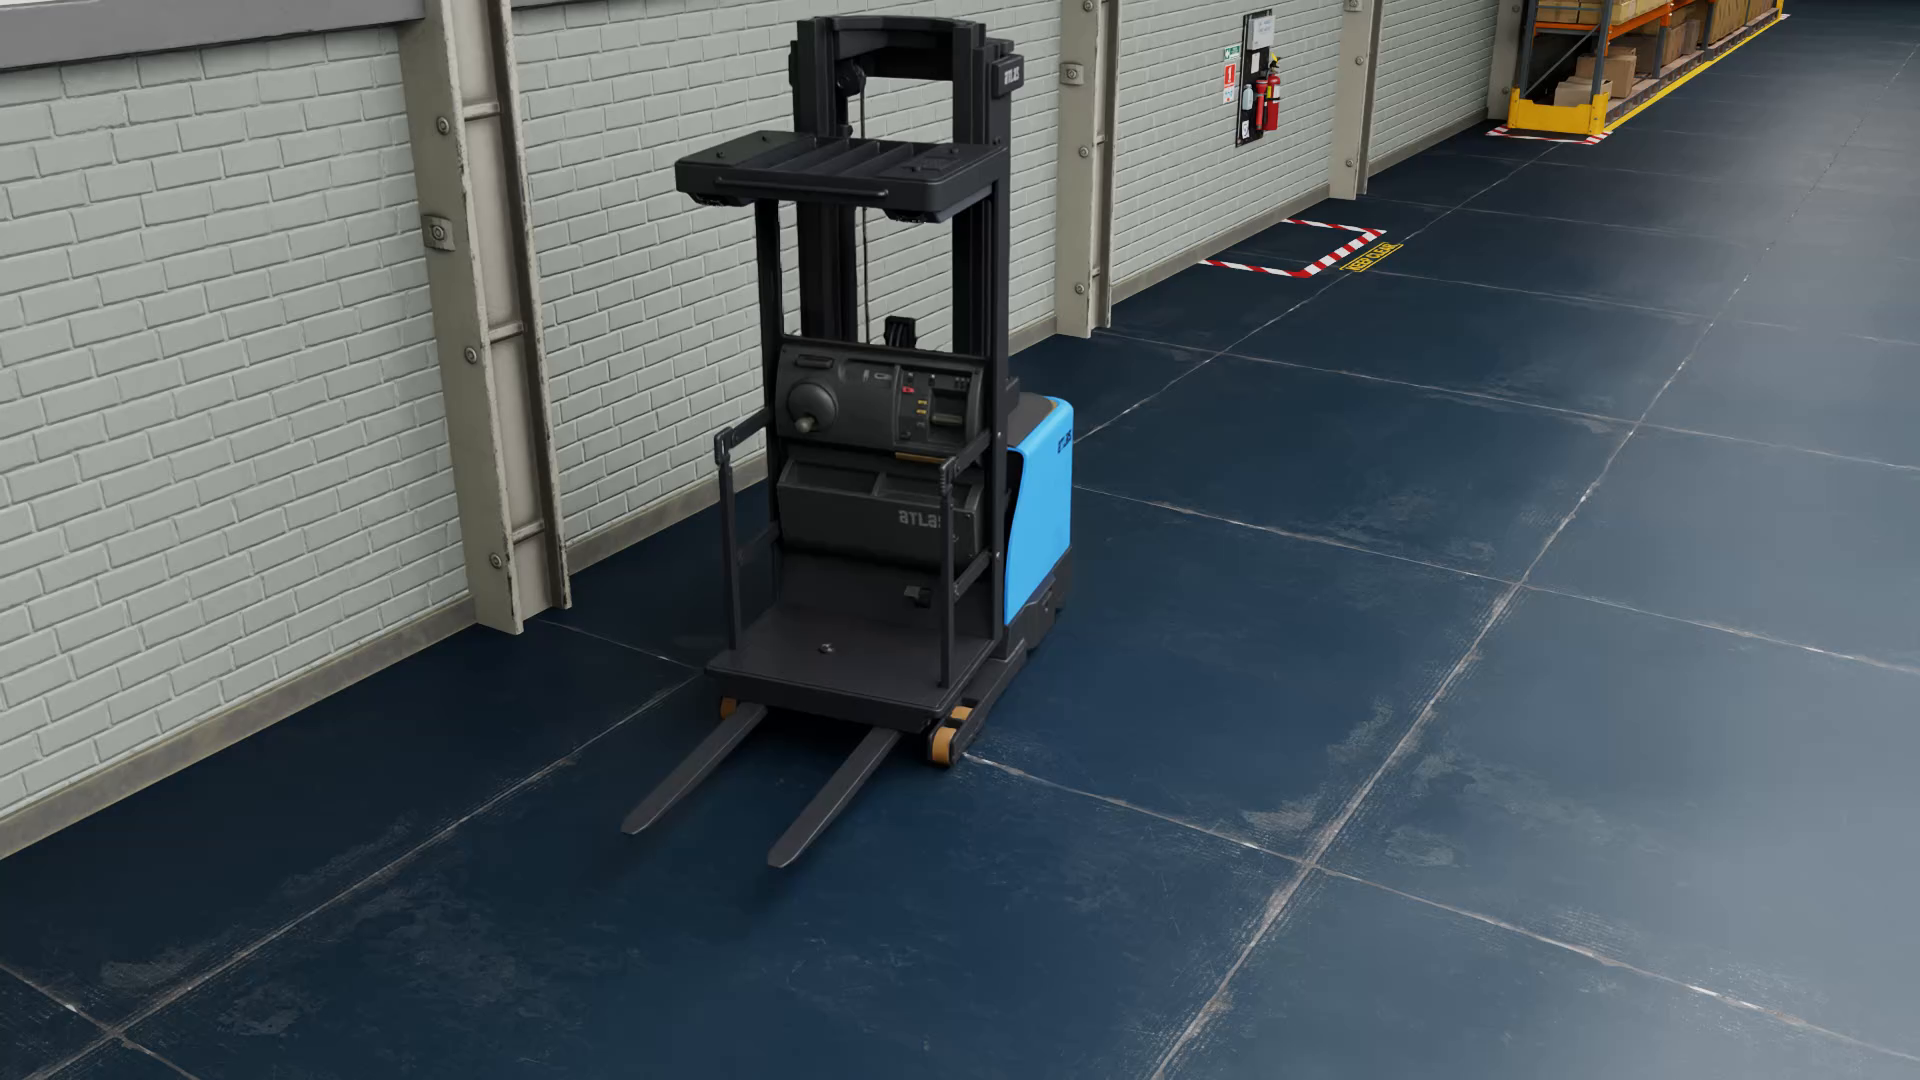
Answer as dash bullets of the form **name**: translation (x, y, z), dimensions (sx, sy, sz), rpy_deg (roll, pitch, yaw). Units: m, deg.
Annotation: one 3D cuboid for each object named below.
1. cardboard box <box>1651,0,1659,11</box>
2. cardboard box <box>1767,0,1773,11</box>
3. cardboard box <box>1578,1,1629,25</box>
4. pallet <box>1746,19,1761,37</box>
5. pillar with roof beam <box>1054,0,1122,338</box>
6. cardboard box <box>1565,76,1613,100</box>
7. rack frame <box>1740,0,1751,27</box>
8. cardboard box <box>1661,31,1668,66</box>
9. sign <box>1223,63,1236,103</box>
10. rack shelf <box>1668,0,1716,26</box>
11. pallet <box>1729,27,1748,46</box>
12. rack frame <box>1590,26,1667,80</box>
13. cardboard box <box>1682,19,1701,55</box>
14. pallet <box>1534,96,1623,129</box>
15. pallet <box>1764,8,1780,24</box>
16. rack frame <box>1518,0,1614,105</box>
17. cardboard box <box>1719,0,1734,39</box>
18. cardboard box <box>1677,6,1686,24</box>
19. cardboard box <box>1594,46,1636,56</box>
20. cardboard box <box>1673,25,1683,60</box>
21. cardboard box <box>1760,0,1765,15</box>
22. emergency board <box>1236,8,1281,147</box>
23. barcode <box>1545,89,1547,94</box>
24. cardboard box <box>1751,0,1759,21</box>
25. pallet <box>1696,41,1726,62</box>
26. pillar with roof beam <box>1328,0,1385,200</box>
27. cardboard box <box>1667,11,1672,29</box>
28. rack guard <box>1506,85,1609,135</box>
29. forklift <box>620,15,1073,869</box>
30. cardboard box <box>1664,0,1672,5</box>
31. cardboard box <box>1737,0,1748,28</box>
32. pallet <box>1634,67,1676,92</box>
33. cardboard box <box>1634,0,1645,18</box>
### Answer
- **cardboard box**: translation (9.248, -7.393, 22.716), dimensions (0.500, 0.250, 0.500), rpy_deg (14, 27, 29)
- **cardboard box**: translation (15.808, -10.854, 33.165), dimensions (0.700, 0.500, 0.500), rpy_deg (14, 27, 29)
- **cardboard box**: translation (8.180, -6.704, 21.124), dimensions (0.500, 0.250, 0.500), rpy_deg (13, 27, 27)
- **pallet**: translation (14.450, -9.676, 31.336), dimensions (1.003, 0.211, 1.213), rpy_deg (14, 27, 29)
- **pillar with roof beam**: translation (4.615, -4.884, 9.204), dimensions (9.100, 9.000, 0.400), rpy_deg (14, 27, 29)
- **cardboard box**: translation (8.395, -6.041, 22.258), dimensions (0.500, 0.311, 0.500), rpy_deg (16, 28, 33)
- **rack frame**: translation (13.983, -10.716, 30.227), dimensions (1.000, 3.000, 0.127), rpy_deg (14, 27, 29)
- **cardboard box**: translation (10.367, -7.507, 25.408), dimensions (0.700, 0.500, 0.500), rpy_deg (13, 27, 28)
- **sign**: translation (2.407, -4.083, 14.861), dimensions (0.001, 0.329, 0.234), rpy_deg (14, 27, 29)
- **rack shelf**: translation (10.818, -8.360, 25.692), dimensions (1.077, 0.370, 4.000), rpy_deg (14, 27, 29)
- **pallet**: translation (13.640, -9.160, 30.143), dimensions (1.003, 0.211, 1.213), rpy_deg (14, 27, 29)
- **rack frame**: translation (9.763, -8.015, 23.990), dimensions (1.000, 3.000, 0.127), rpy_deg (14, 27, 29)
- **cardboard box**: translation (11.537, -8.166, 26.931), dimensions (0.700, 0.500, 0.500), rpy_deg (14, 27, 30)
- **pallet**: translation (8.151, -5.678, 22.101), dimensions (1.003, 0.211, 1.213), rpy_deg (14, 27, 29)
- **pallet**: translation (15.737, -10.500, 33.238), dimensions (1.003, 0.211, 1.213), rpy_deg (14, 27, 29)
- **rack frame**: translation (7.653, -6.665, 20.871), dimensions (1.000, 3.000, 0.127), rpy_deg (14, 27, 29)
- **cardboard box**: translation (12.840, -9.087, 28.642), dimensions (0.750, 0.750, 0.750), rpy_deg (14, 27, 29)
- **cardboard box**: translation (11.183, -8.331, 26.368), dimensions (0.500, 0.250, 0.500), rpy_deg (14, 27, 30)
- **cardboard box**: translation (9.249, -6.712, 23.570), dimensions (0.500, 0.500, 0.500), rpy_deg (12, 26, 25)
- **cardboard box**: translation (10.929, -7.843, 26.185), dimensions (0.700, 0.500, 0.500), rpy_deg (14, 27, 29)
- **cardboard box**: translation (15.280, -10.515, 32.382), dimensions (0.700, 0.500, 0.500), rpy_deg (13, 27, 27)
- **emergency board**: translation (2.786, -4.232, 15.250), dimensions (0.194, 1.169, 0.643), rpy_deg (14, 27, 29)
- **barcode**: translation (7.764, -5.942, 22.020), dimensions (0.001, 0.075, 0.075), rpy_deg (14, 27, 29)
- **cardboard box**: translation (14.732, -10.161, 31.564), dimensions (0.700, 0.500, 0.500), rpy_deg (14, 27, 28)
- **pallet**: translation (12.353, -8.336, 28.241), dimensions (1.003, 0.211, 1.213), rpy_deg (14, 27, 29)
- **pillar with roof beam**: translation (7.780, -6.909, 13.882), dimensions (9.100, 9.000, 0.400), rpy_deg (14, 27, 29)
- **cardboard box**: translation (10.638, -7.992, 25.584), dimensions (0.500, 0.250, 0.500), rpy_deg (13, 27, 27)
- **rack guard**: translation (7.693, -5.544, 21.427), dimensions (1.175, 0.500, 0.348), rpy_deg (14, 27, 29)
- **forklift**: translation (-0.423, -0.574, 6.886), dimensions (1.130, 2.935, 3.031), rpy_deg (8, 25, 19)
- **cardboard box**: translation (9.770, -7.732, 23.500), dimensions (0.500, 0.250, 0.500), rpy_deg (14, 27, 29)
- **cardboard box**: translation (13.750, -9.675, 30.001), dimensions (0.750, 0.750, 0.750), rpy_deg (14, 27, 30)
- **pallet**: translation (10.172, -6.999, 25.152), dimensions (1.003, 0.211, 1.213), rpy_deg (14, 27, 29)
- **cardboard box**: translation (8.716, -7.053, 21.930), dimensions (0.500, 0.250, 0.500), rpy_deg (13, 27, 28)
